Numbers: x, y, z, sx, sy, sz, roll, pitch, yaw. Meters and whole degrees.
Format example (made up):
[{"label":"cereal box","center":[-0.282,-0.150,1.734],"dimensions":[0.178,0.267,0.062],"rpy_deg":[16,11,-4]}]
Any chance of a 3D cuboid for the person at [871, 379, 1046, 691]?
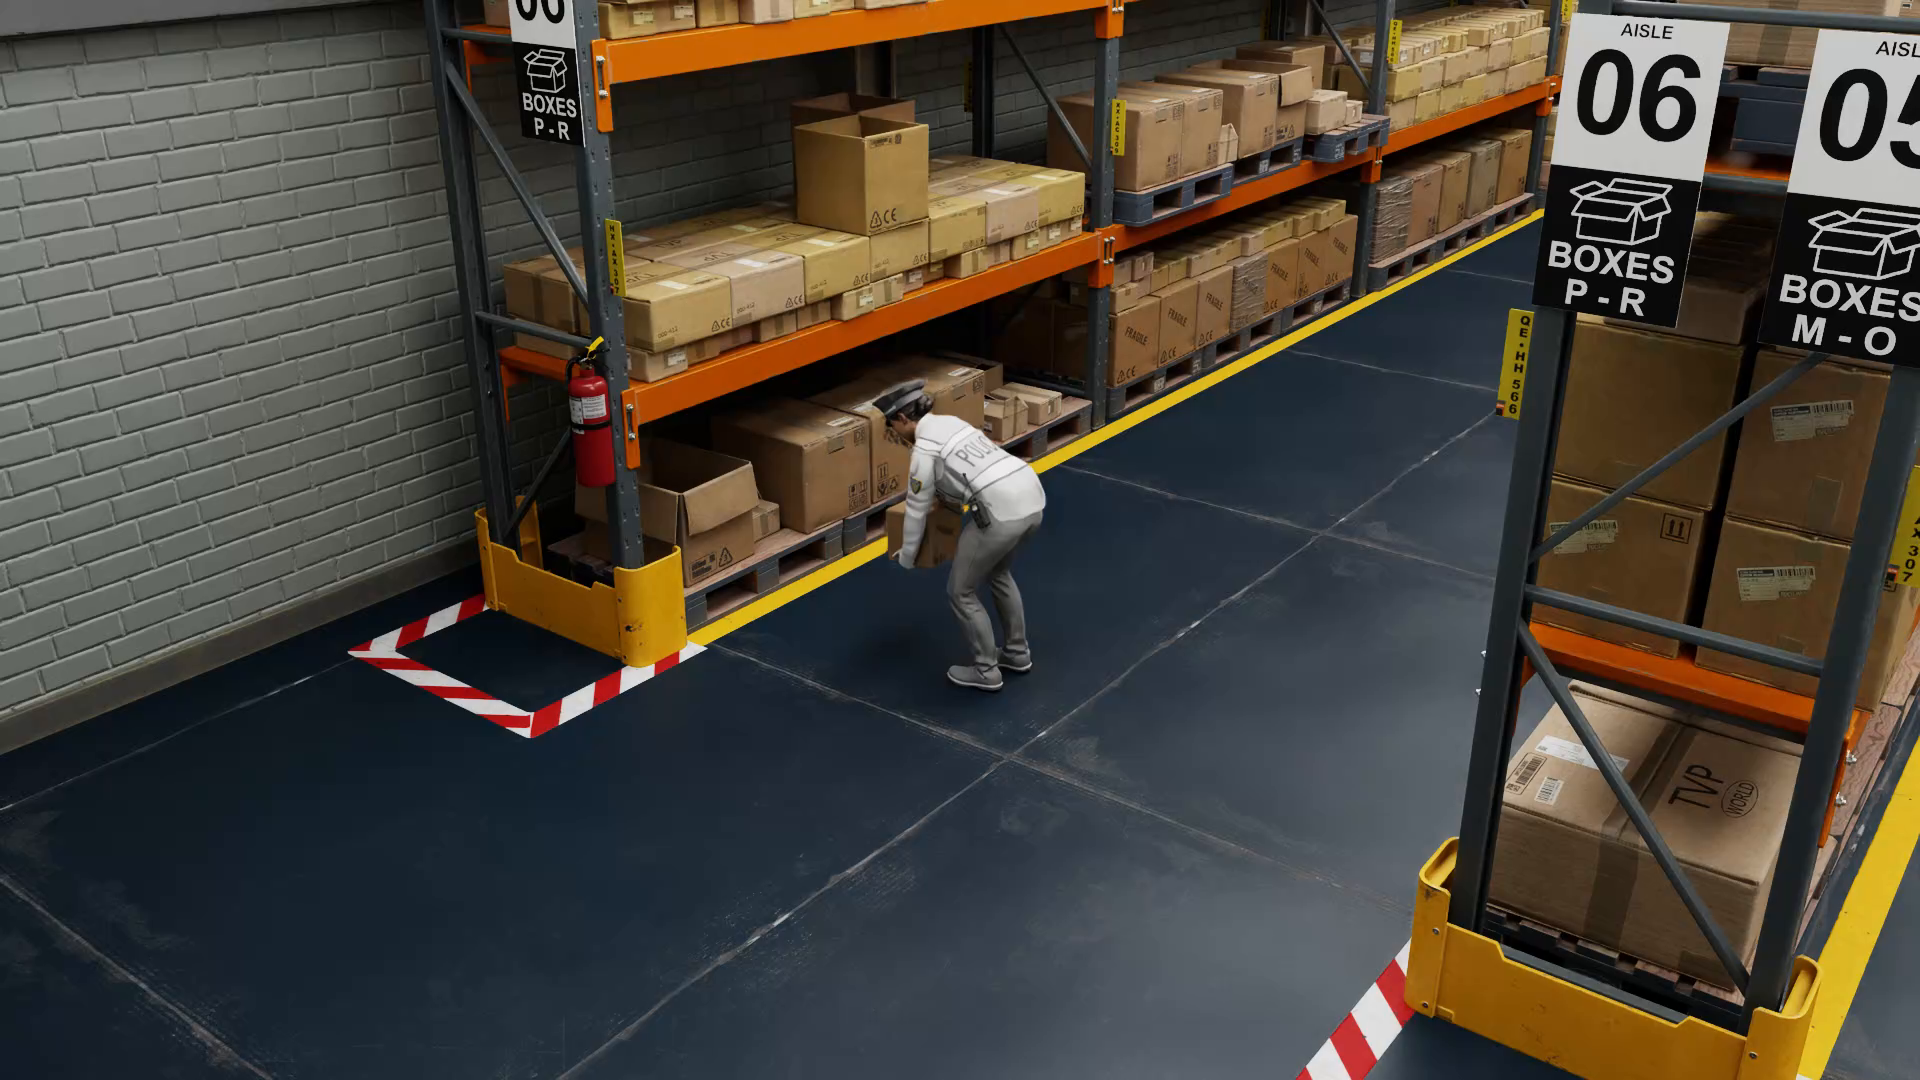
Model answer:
[{"label":"person","center":[-0.019,-0.036,7.572],"dimensions":[0.849,1.356,0.419],"rpy_deg":[16,28,32]}]
